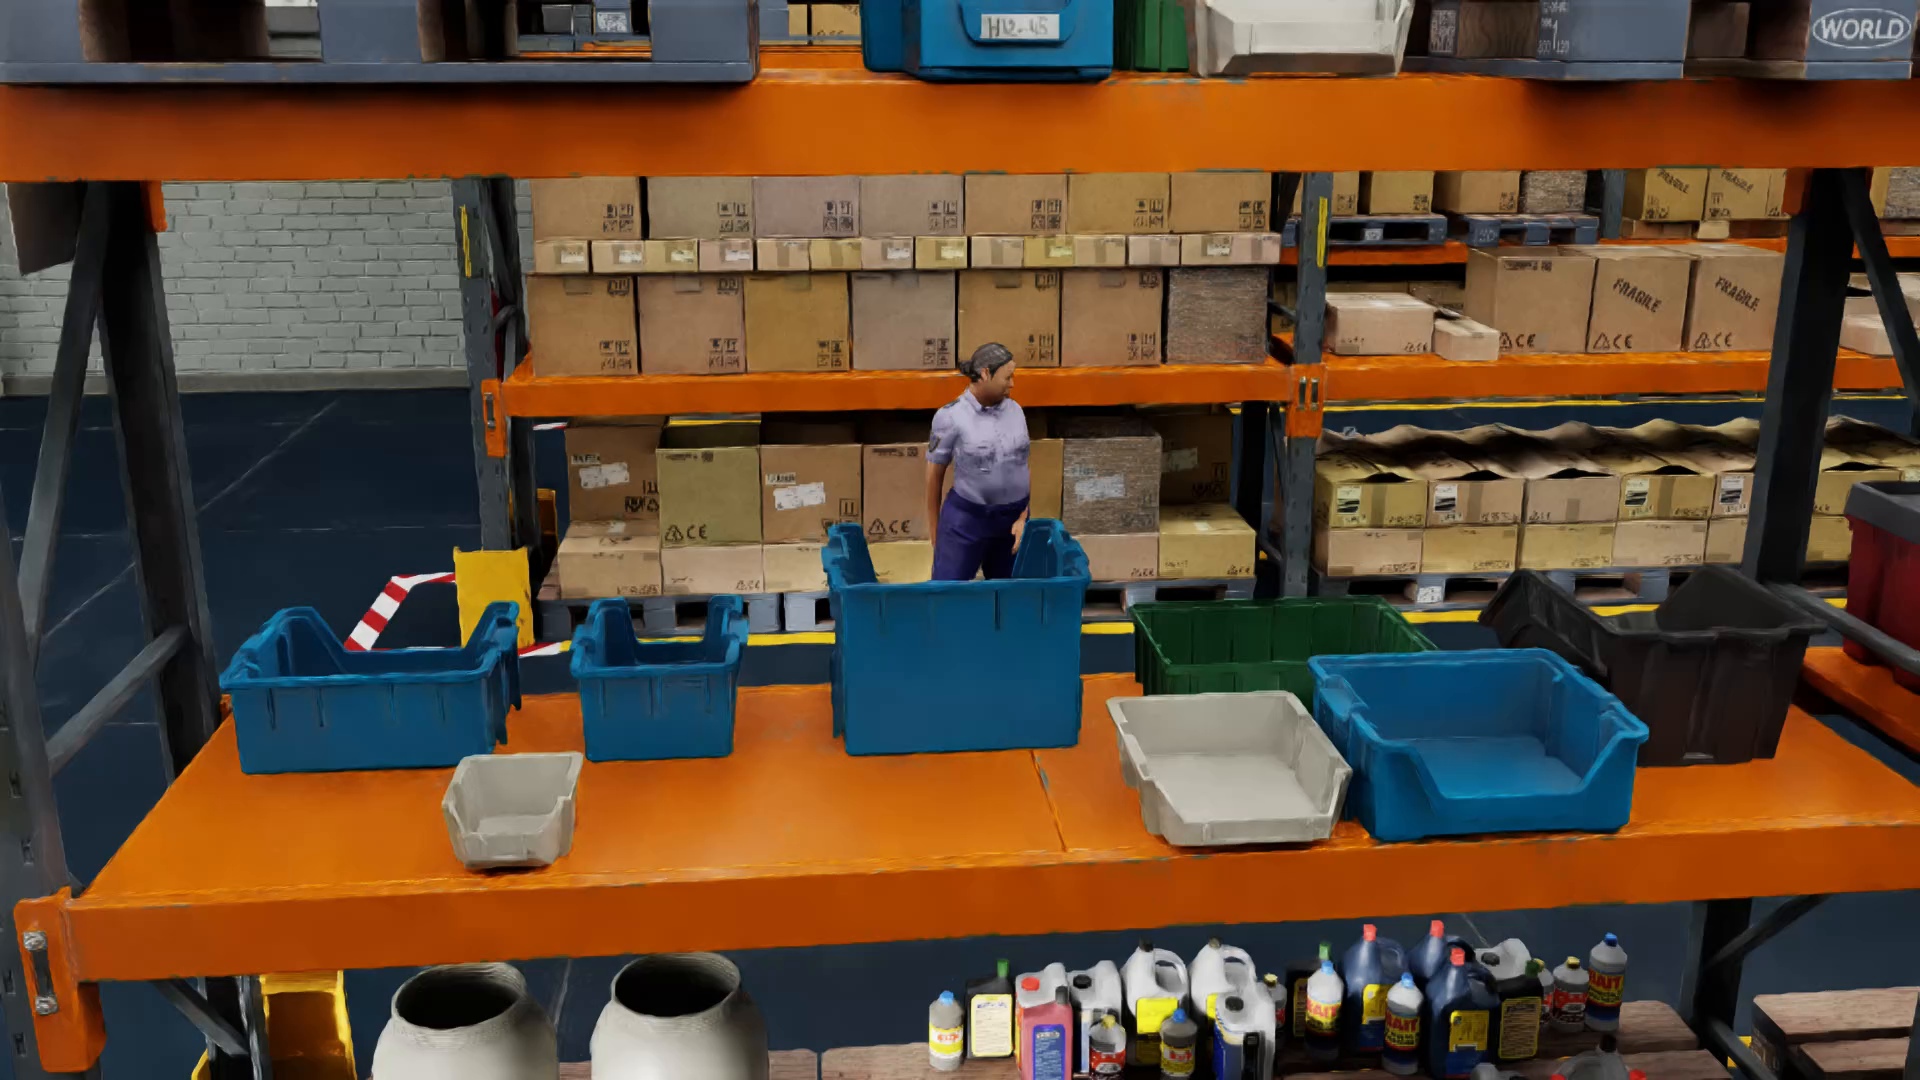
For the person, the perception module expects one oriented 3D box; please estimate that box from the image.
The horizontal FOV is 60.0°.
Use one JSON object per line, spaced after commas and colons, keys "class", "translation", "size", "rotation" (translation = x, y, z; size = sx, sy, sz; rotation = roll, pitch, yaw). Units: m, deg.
{"class": "person", "translation": [0.011, -0.024, 7.187], "size": [0.707, 1.620, 0.437], "rotation": [-12, 21, -35]}
